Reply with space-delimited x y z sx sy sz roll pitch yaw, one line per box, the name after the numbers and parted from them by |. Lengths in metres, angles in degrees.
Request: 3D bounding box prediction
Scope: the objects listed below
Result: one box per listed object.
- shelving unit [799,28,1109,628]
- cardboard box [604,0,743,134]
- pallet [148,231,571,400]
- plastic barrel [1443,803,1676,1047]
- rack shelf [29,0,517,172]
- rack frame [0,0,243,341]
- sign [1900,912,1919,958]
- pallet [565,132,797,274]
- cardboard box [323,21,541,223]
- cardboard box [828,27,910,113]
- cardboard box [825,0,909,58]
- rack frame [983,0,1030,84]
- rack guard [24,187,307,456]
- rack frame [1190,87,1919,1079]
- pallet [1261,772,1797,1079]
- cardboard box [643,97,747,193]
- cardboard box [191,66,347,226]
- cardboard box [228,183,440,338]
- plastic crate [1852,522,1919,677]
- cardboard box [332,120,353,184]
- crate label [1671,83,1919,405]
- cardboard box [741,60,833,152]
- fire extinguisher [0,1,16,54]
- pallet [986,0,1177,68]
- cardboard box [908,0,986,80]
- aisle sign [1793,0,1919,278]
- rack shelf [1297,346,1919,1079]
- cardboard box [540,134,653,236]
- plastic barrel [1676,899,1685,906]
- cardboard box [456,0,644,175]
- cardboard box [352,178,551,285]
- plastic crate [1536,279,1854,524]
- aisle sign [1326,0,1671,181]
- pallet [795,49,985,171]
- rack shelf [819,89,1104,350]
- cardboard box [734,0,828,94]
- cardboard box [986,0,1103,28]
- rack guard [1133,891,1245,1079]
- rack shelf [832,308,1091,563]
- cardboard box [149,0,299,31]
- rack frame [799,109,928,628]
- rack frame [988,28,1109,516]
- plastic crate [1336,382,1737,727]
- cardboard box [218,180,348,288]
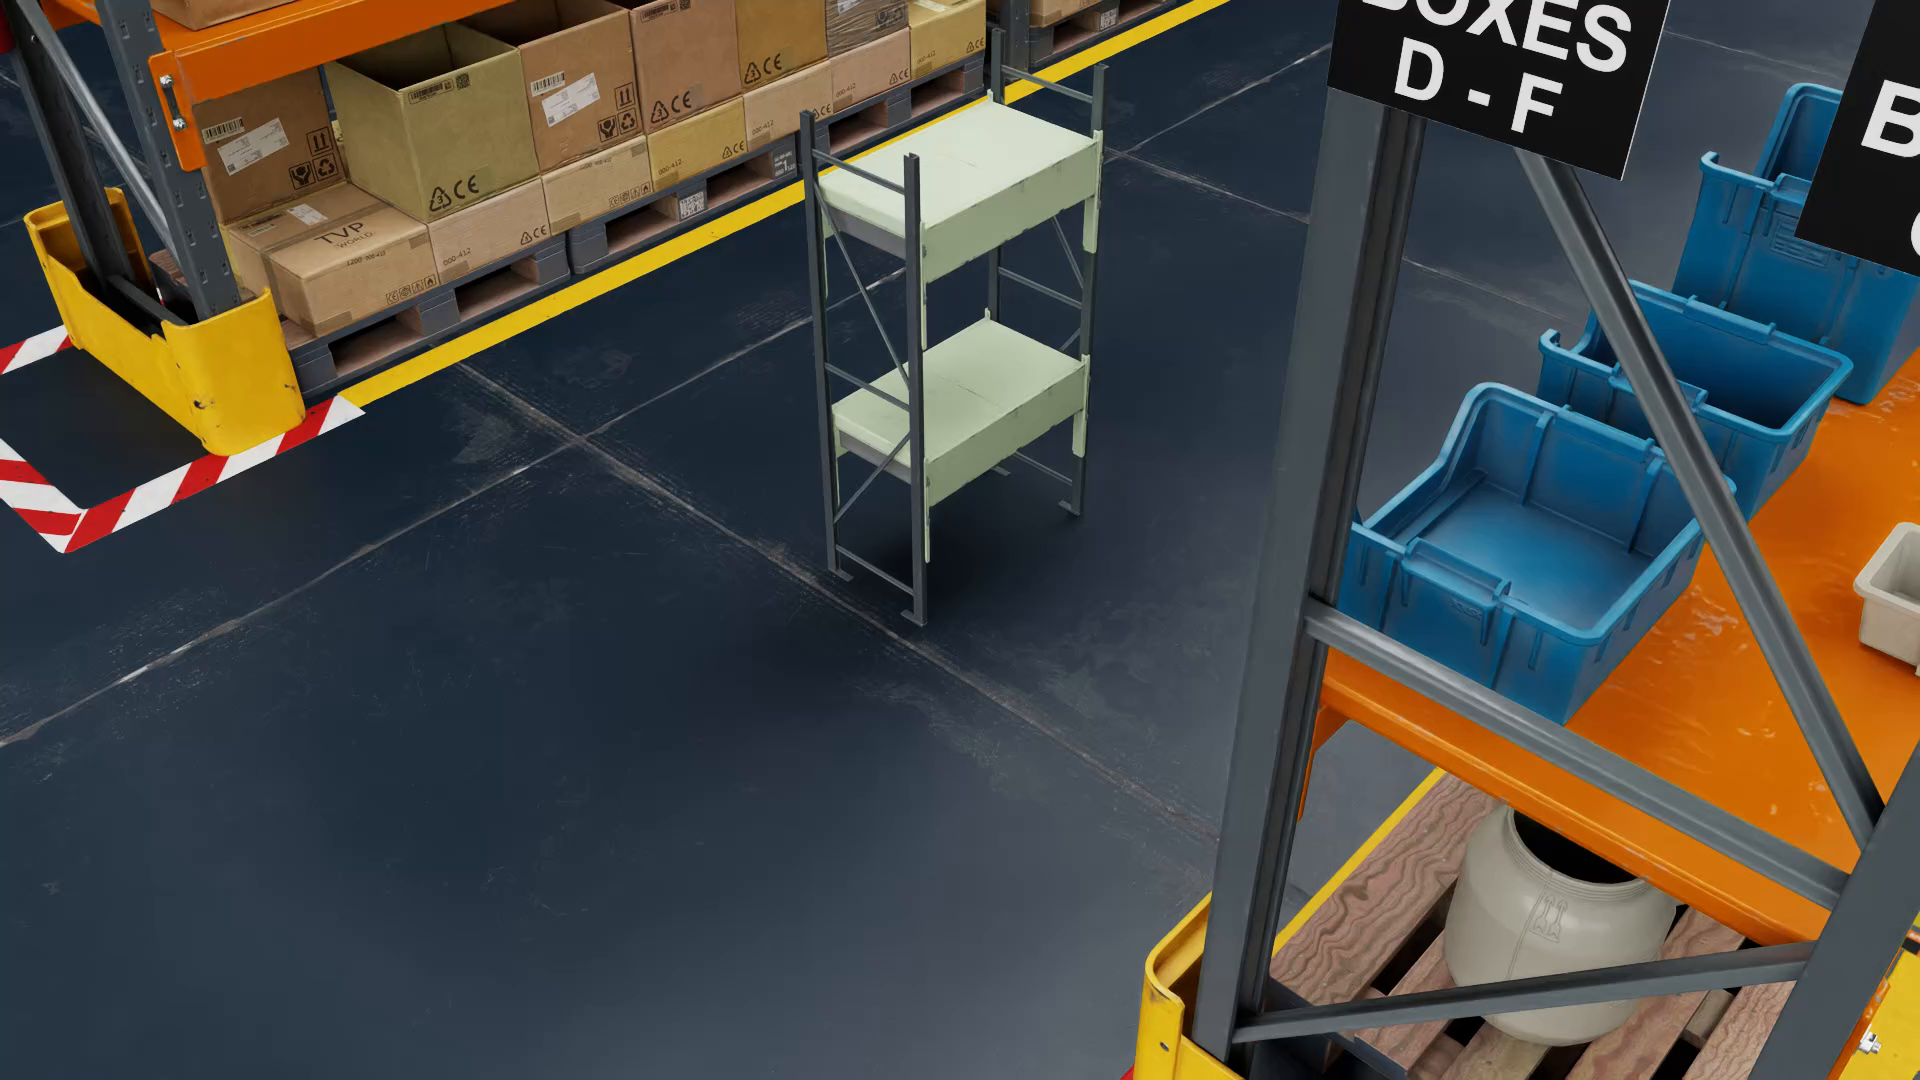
-0.004 -0.584 4.779 0.431 1.500 0.755 30 47 32 | shelving unit
-1.236 -1.997 6.620 0.500 0.500 0.500 30 47 32 | cardboard box
-2.290 -1.052 6.403 1.003 0.211 1.213 30 47 32 | pallet
1.266 0.782 3.517 0.421 0.512 0.421 0 38 0 | plastic barrel
-1.426 -2.411 6.450 1.077 0.370 4.000 30 47 32 | rack shelf
-2.775 -1.774 5.071 1.000 3.000 0.127 30 47 32 | rack frame
1.281 0.432 2.074 0.100 0.325 0.005 30 47 32 | sign
-1.467 -1.609 7.104 1.003 0.211 1.213 30 47 32 | pallet
-1.914 -1.539 6.045 0.500 0.500 0.500 30 47 32 | cardboard box
-0.573 -2.169 7.440 0.500 0.250 0.500 30 47 32 | cardboard box
-0.574 -2.464 7.208 0.500 0.500 0.500 30 47 32 | cardboard box
-0.077 -3.612 7.382 1.000 3.000 0.127 30 47 32 | rack frame
-2.792 -0.785 5.835 1.175 0.500 0.348 30 47 32 | rack guard
0.881 0.309 2.451 0.949 2.616 0.053 30 47 32 | rack frame
1.447 0.973 3.856 1.003 0.211 1.213 30 47 32 | pallet
-1.236 -1.704 6.854 0.500 0.250 0.500 30 47 32 | cardboard box
-2.633 -1.527 6.030 0.500 0.500 0.500 30 47 32 | cardboard box
-2.249 -1.015 5.988 0.500 0.250 0.500 30 47 32 | cardboard box
1.720 0.135 2.882 0.298 0.136 0.250 30 47 32 | plastic crate
-2.303 -1.467 6.557 0.500 0.250 0.500 30 47 32 | cardboard box
1.920 -0.665 3.648 0.502 0.435 0.616 30 47 32 | crate label
-0.899 -1.934 7.143 0.500 0.250 0.500 30 47 32 | cardboard box
-3.198 -1.885 5.272 0.296 0.674 0.183 30 47 32 | fire extinguisher
0.391 -2.875 8.696 1.003 0.211 1.213 30 47 32 | pallet
-0.228 -2.395 7.724 0.500 0.250 0.500 30 47 32 | cardboard box
1.046 -0.554 1.448 0.394 0.787 0.004 30 47 32 | aisle sign
2.228 -0.330 3.833 1.077 0.370 4.000 30 47 32 | rack shelf
-1.577 -1.476 6.568 0.500 0.250 0.500 30 47 32 | cardboard box
1.604 0.552 3.807 0.421 0.512 0.421 0 38 0 | plastic barrel
-1.586 -1.774 6.341 0.500 0.500 0.500 30 47 32 | cardboard box
-1.915 -1.246 6.279 0.500 0.250 0.500 30 47 32 | cardboard box
1.437 -0.286 3.319 0.499 0.251 0.408 30 47 32 | plastic crate
0.611 -0.802 1.759 0.394 0.787 0.004 30 47 32 | aisle sign
-0.644 -2.173 7.812 1.003 0.211 1.213 30 47 32 | pallet
-0.004 -0.889 4.536 0.431 0.370 0.720 30 47 32 | rack shelf
-0.909 -2.232 6.917 0.500 0.500 0.500 30 47 32 | cardboard box
0.378 -2.781 8.209 0.500 0.250 0.500 28 47 31 | cardboard box
0.895 1.231 3.300 1.175 0.500 0.348 30 47 32 | rack guard
-0.005 -0.329 4.982 0.431 0.370 0.720 30 47 32 | rack shelf
-2.451 -2.022 5.303 0.700 0.500 0.500 30 47 32 | cardboard box
-0.251 -0.416 4.568 0.400 1.500 0.023 30 47 32 | rack frame
0.242 -0.752 4.991 0.400 1.500 0.023 30 47 32 | rack frame
0.995 0.010 2.947 0.499 0.251 0.616 30 47 32 | plastic crate
-2.632 -1.233 6.262 0.500 0.250 0.500 30 47 32 | cardboard box
